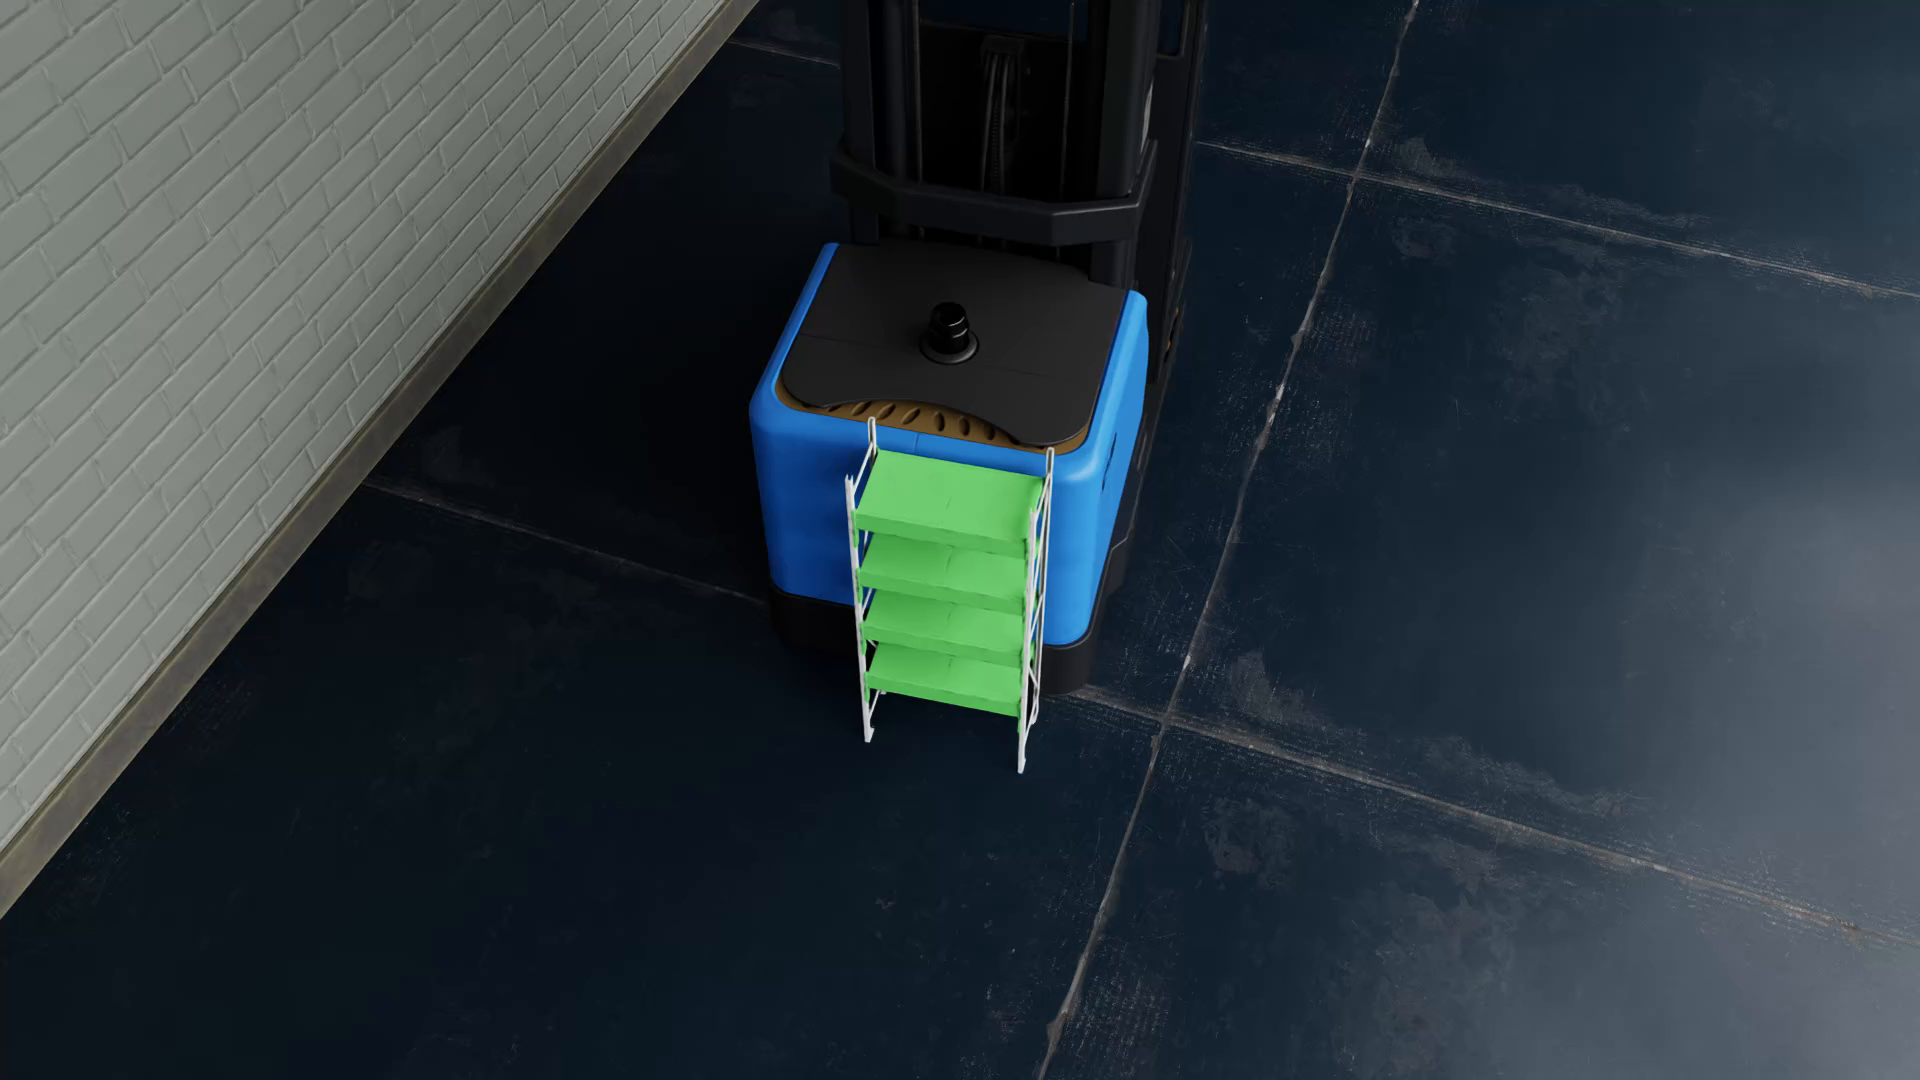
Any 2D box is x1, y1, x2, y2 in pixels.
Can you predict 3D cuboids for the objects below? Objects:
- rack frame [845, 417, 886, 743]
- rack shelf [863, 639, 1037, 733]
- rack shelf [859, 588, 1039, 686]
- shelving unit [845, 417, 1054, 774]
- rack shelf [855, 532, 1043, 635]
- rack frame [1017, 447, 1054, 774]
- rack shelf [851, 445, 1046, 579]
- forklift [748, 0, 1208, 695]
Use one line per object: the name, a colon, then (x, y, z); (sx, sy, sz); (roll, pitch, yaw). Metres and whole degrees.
rack frame: (-0.262, 0.153, 4.824); (0.015, 1.200, 0.240); (10, 50, 9)
rack shelf: (-0.025, 0.395, 5.016); (0.480, 0.148, 0.258); (10, 50, 9)
rack shelf: (-0.025, 0.237, 4.835); (0.480, 0.148, 0.258); (10, 50, 9)
shelving unit: (-0.025, 0.196, 4.786); (0.503, 1.200, 0.258); (10, 50, 9)
rack shelf: (-0.025, 0.080, 4.653); (0.480, 0.148, 0.258); (10, 50, 9)
rack frame: (0.212, 0.239, 4.749); (0.015, 1.200, 0.240); (10, 50, 9)
rack shelf: (-0.025, -0.077, 4.472); (0.480, 0.148, 0.258); (10, 50, 9)
forklift: (0.239, -1.614, 5.209); (1.130, 2.935, 3.031); (11, 50, 9)
